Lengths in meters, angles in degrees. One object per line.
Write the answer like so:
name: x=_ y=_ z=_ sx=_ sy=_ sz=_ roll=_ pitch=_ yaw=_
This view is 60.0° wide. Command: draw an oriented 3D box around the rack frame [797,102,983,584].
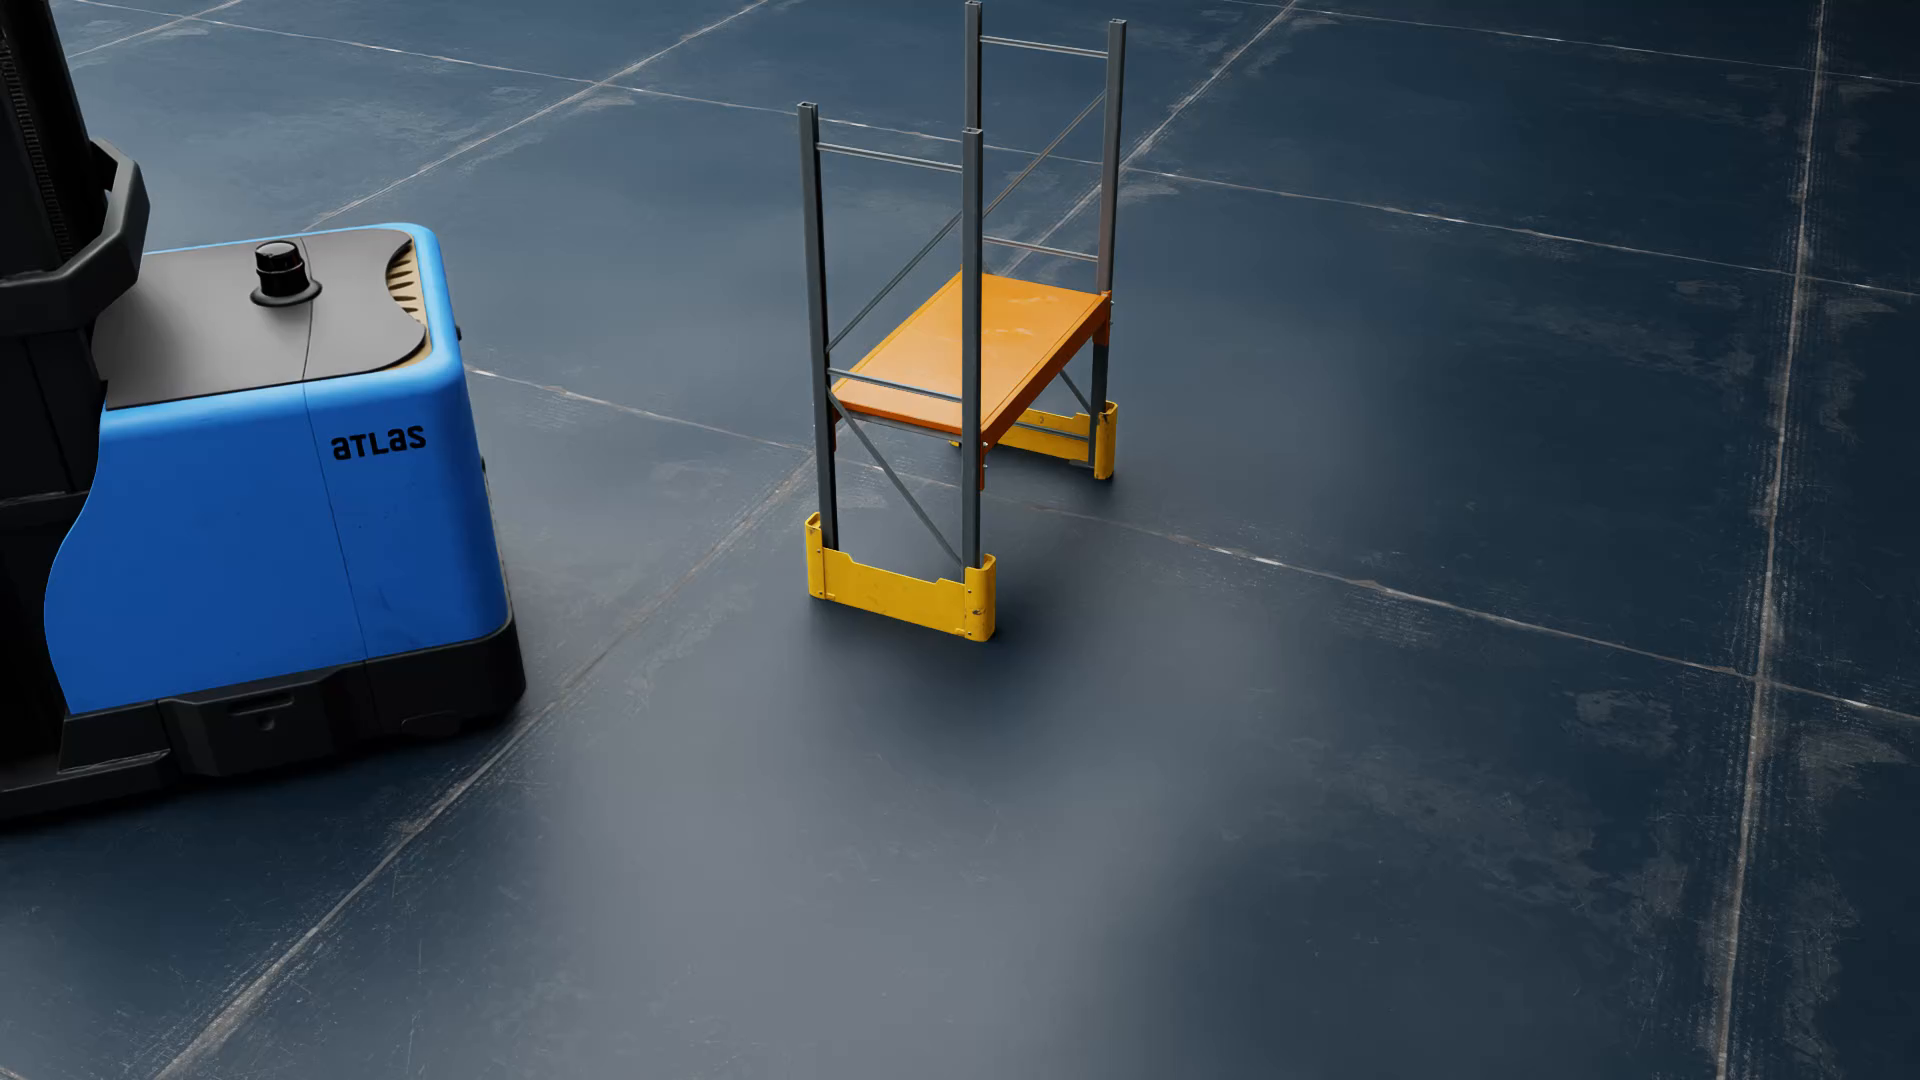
rack frame: x=-0.177 y=-0.417 z=4.517 sx=0.500 sy=1.500 sz=0.032 roll=14 pitch=36 yaw=20

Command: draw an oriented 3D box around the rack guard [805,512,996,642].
rack guard: x=-0.176 y=0.106 z=4.861 sx=0.587 sy=0.250 sz=0.087 roll=14 pitch=36 yaw=20

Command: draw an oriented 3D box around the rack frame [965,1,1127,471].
rack frame: x=0.248 y=-0.923 z=5.290 sx=0.500 sy=1.500 sz=0.032 roll=14 pitch=36 yaw=20

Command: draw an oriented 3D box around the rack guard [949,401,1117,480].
rack guard: x=0.240 y=-0.391 z=5.618 sx=0.587 sy=0.250 sz=0.087 roll=14 pitch=36 yaw=20

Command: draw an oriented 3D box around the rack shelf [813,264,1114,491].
rack shelf: x=0.036 y=-0.519 z=5.002 sx=0.538 sy=0.185 sz=1.000 roll=14 pitch=36 yaw=20

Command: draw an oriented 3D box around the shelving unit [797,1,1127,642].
shelving unit: x=0.032 y=-0.665 z=4.897 sx=0.587 sy=1.500 sz=1.083 roll=14 pitch=36 yaw=20

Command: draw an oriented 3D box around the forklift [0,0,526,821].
forklift: x=-2.750 y=-0.726 z=3.684 sx=3.031 sy=2.935 sz=1.130 roll=-11 pitch=35 yaw=-16
